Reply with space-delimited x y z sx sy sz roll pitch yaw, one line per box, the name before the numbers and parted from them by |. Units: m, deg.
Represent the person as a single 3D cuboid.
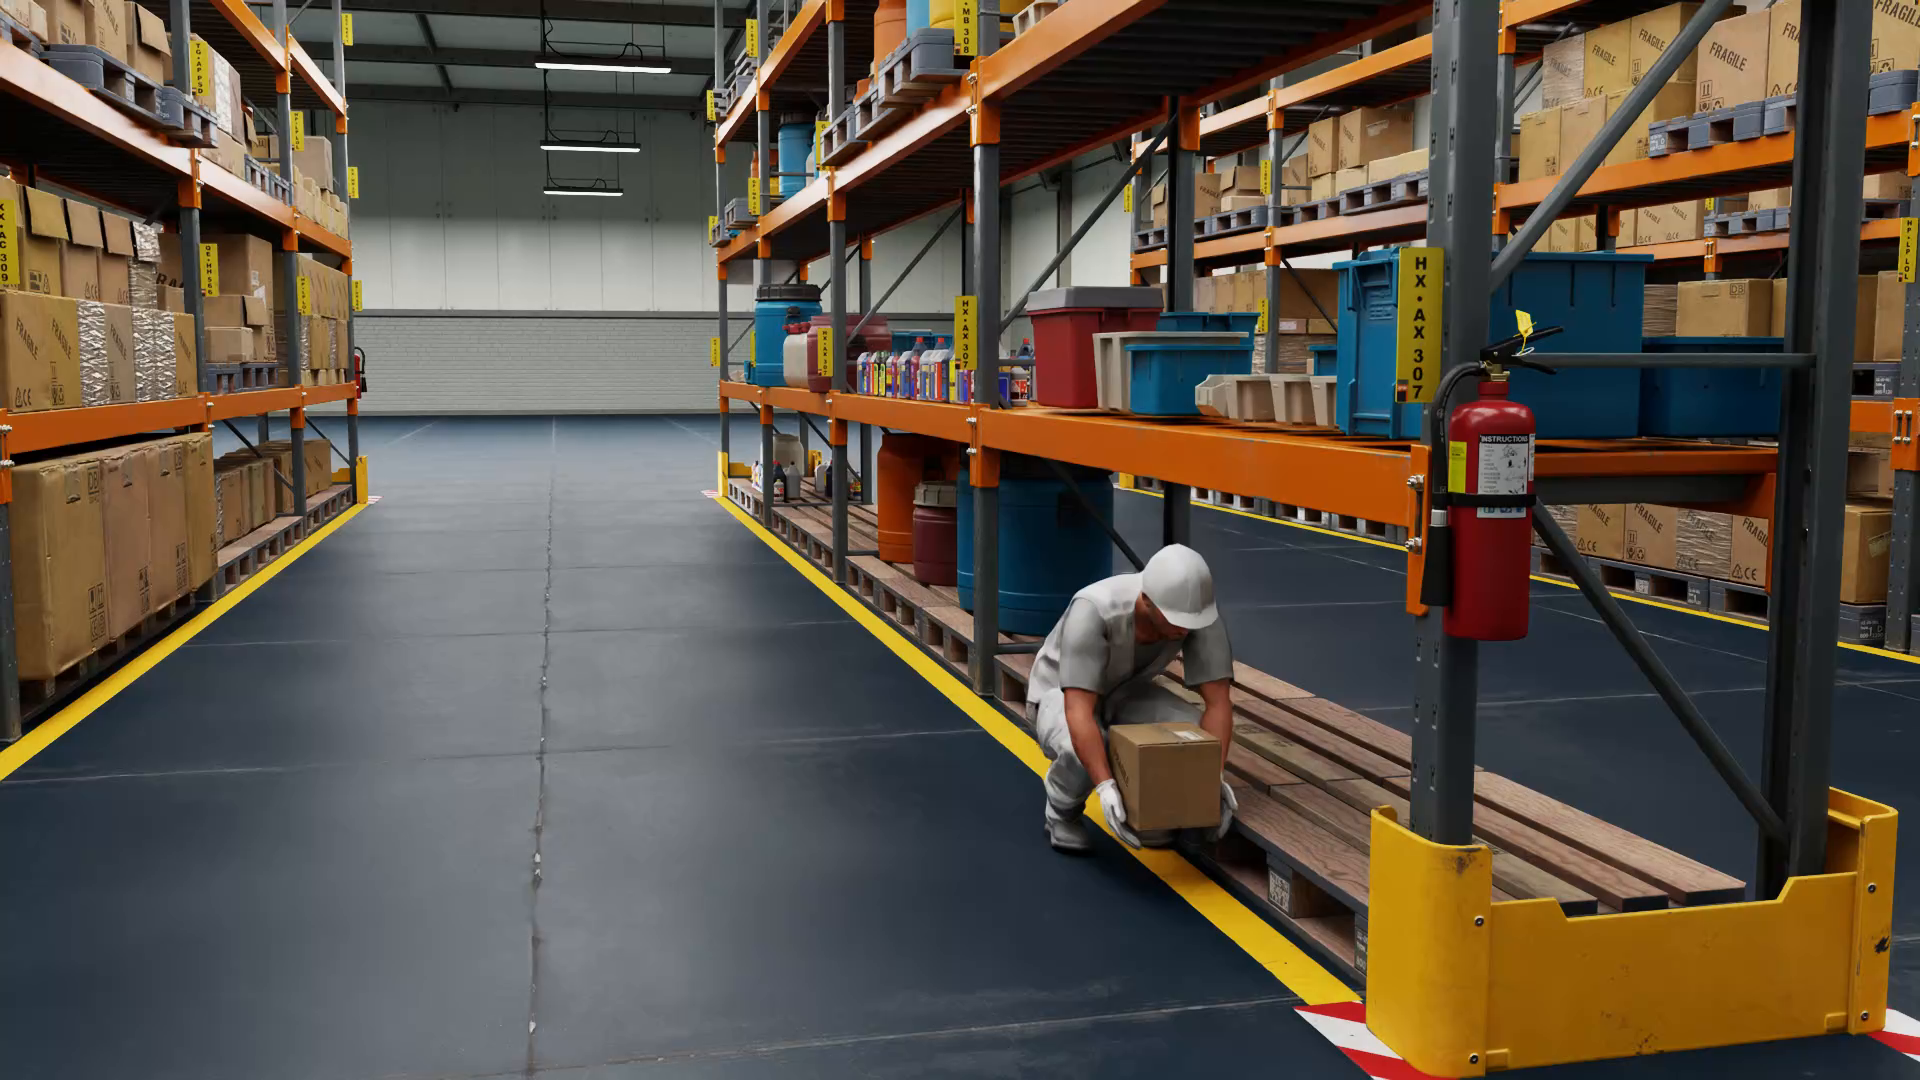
person | 0.523 0.477 5.096 0.574 0.992 0.879 -1 6 -14
